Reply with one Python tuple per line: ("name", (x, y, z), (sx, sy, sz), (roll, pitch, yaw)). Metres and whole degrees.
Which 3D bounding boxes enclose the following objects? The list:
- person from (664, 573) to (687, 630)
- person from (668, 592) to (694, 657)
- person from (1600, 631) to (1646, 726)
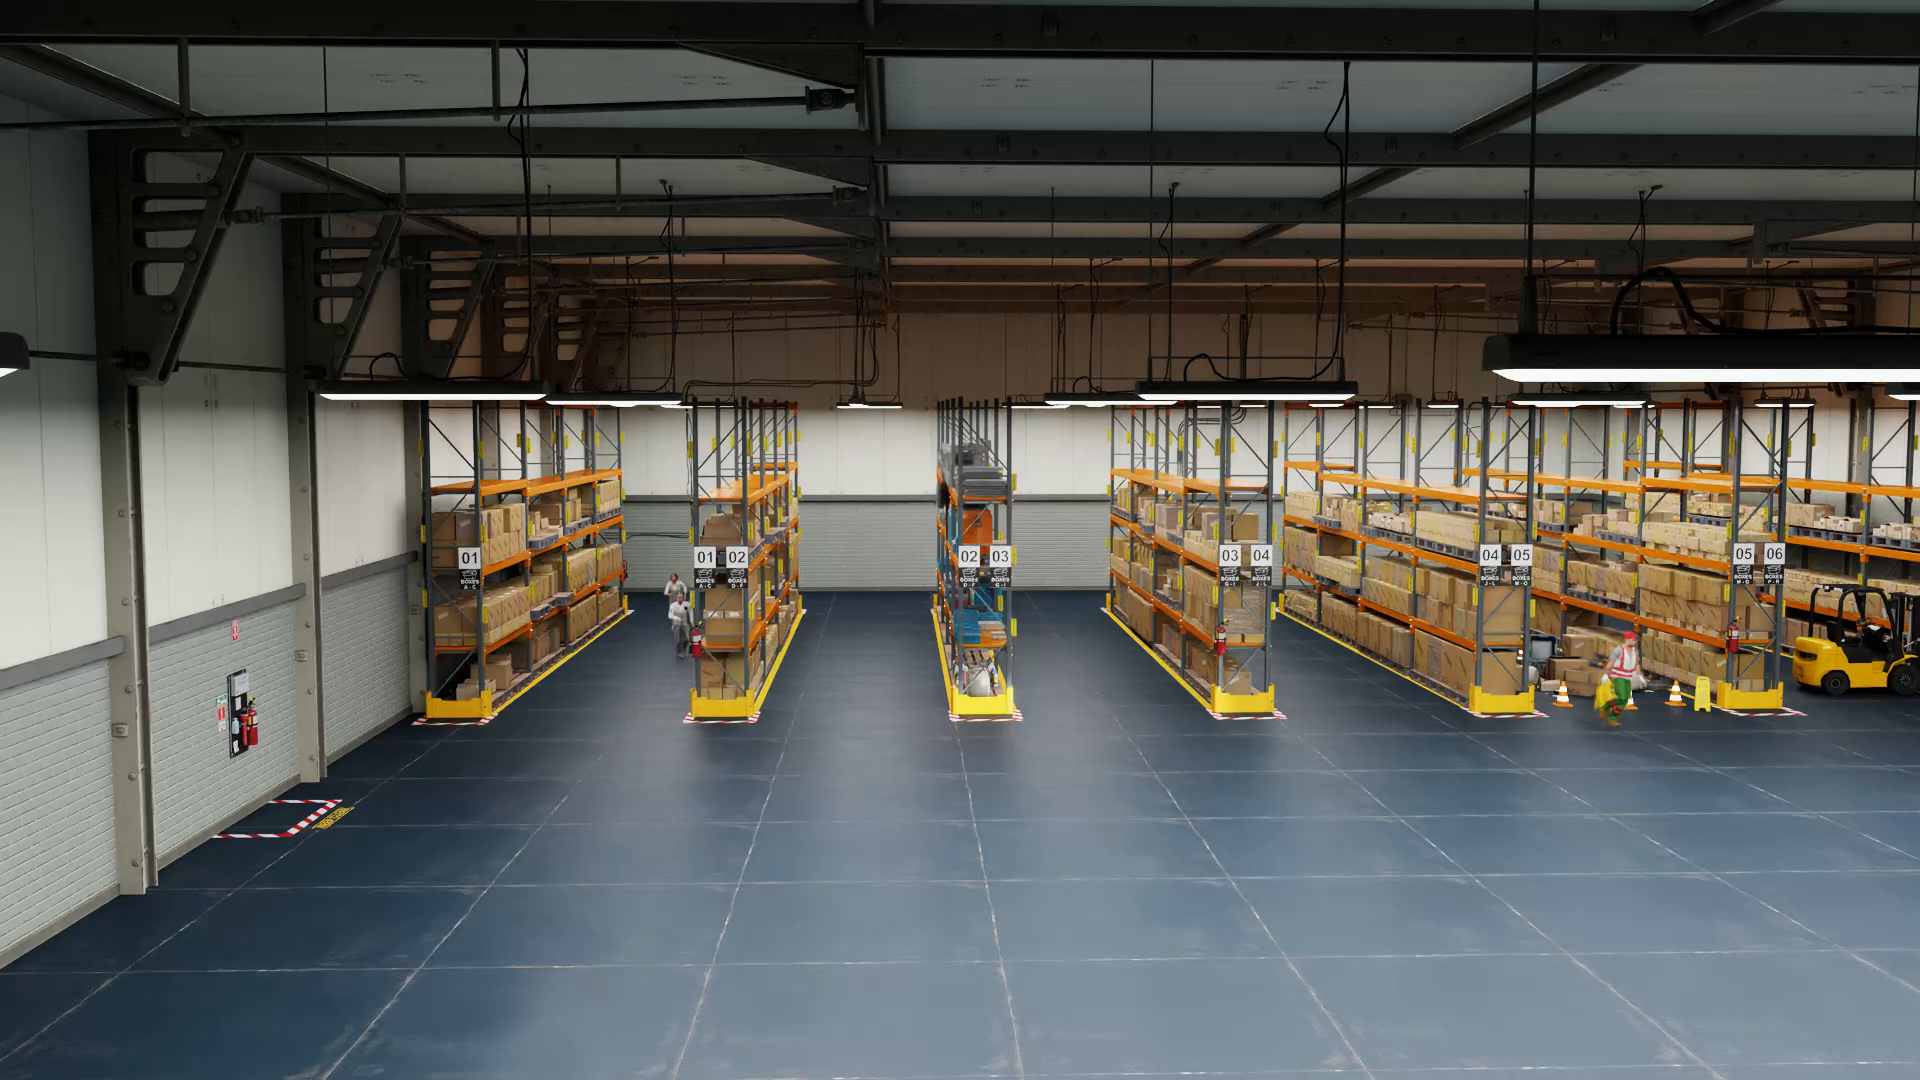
("person", (-7.291, 1.632, 42.634), (0.538, 1.616, 0.886), (0, 4, 0))
("person", (-6.441, 1.961, 38.449), (0.613, 1.579, 0.839), (-1, 5, -16))
("person", (12.041, 2.517, 30.206), (0.661, 1.738, 0.599), (-2, 5, -26))
